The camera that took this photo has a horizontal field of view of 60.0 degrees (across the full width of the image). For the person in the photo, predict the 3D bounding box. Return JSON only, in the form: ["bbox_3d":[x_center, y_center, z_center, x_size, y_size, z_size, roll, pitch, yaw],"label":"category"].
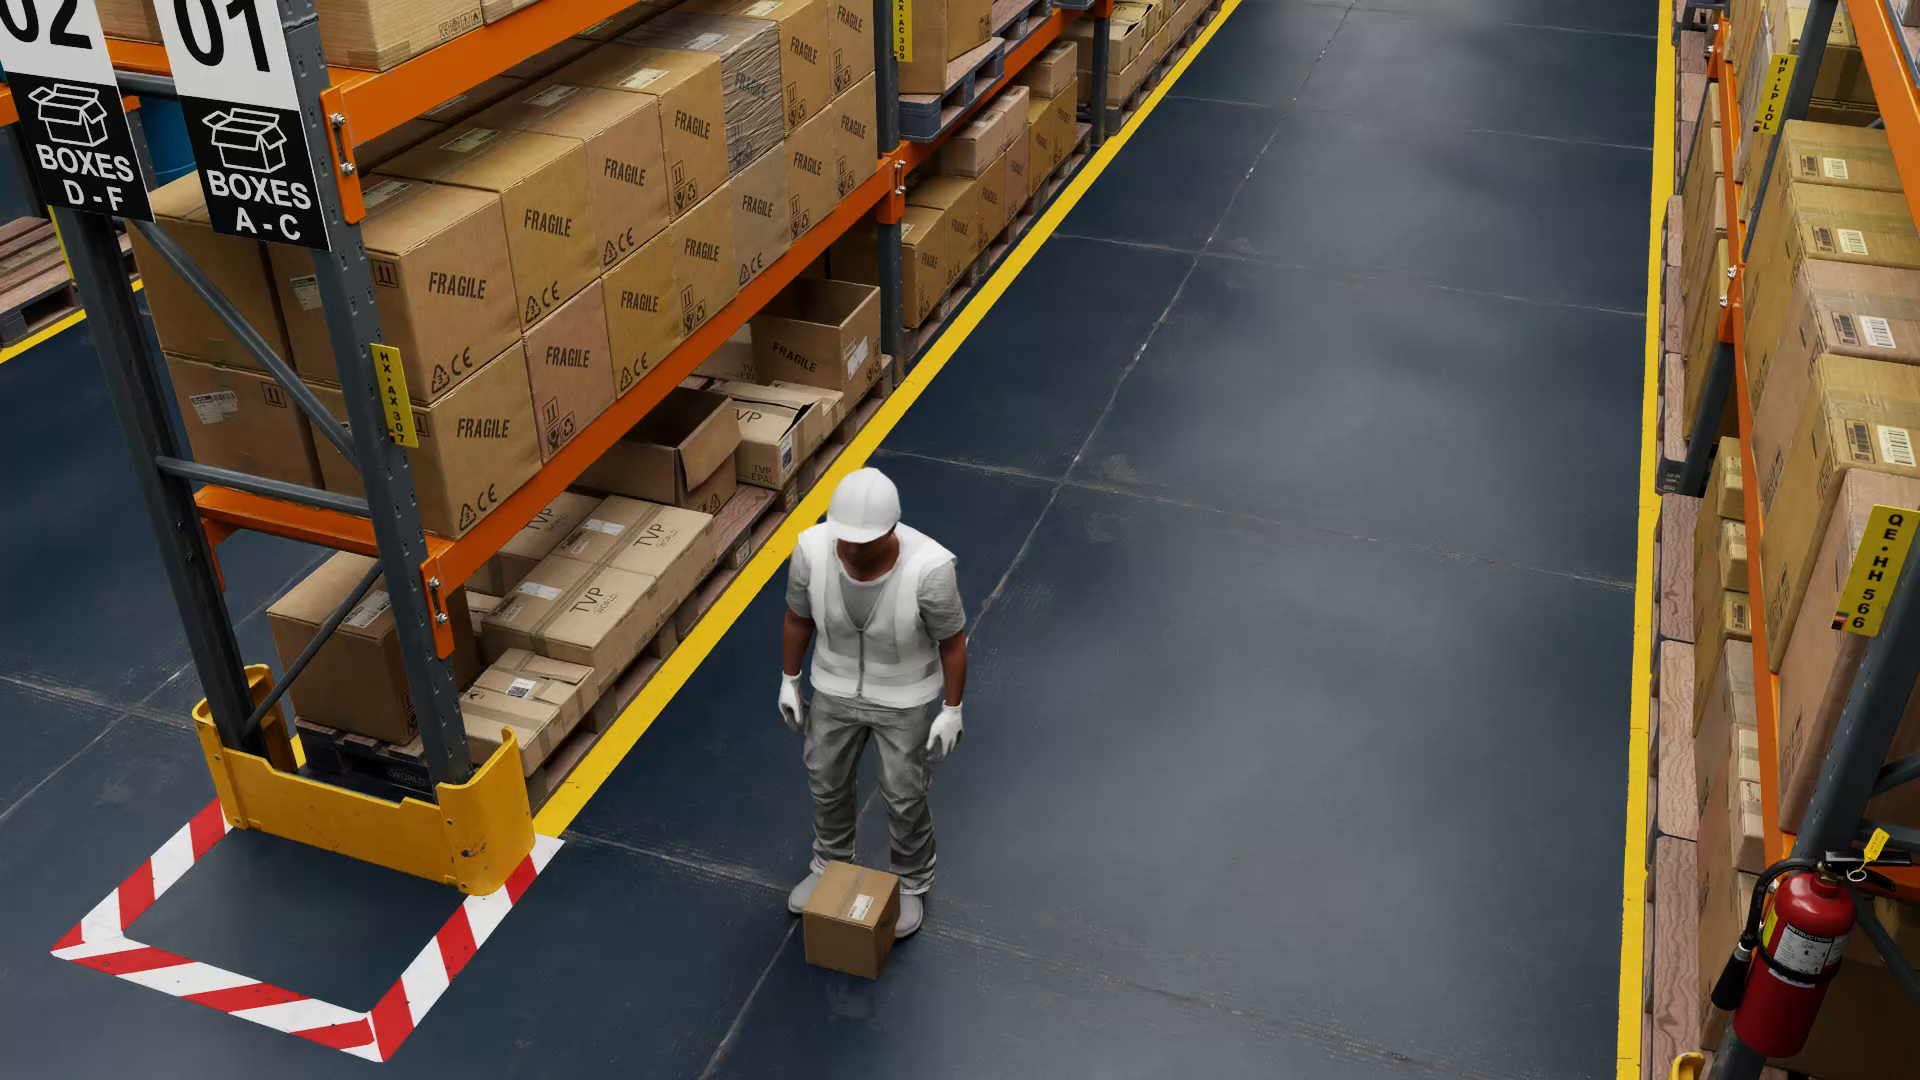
[{"bbox_3d":[-0.288,0.513,5.341,0.618,1.771,0.450,9,34,14],"label":"person"}]
